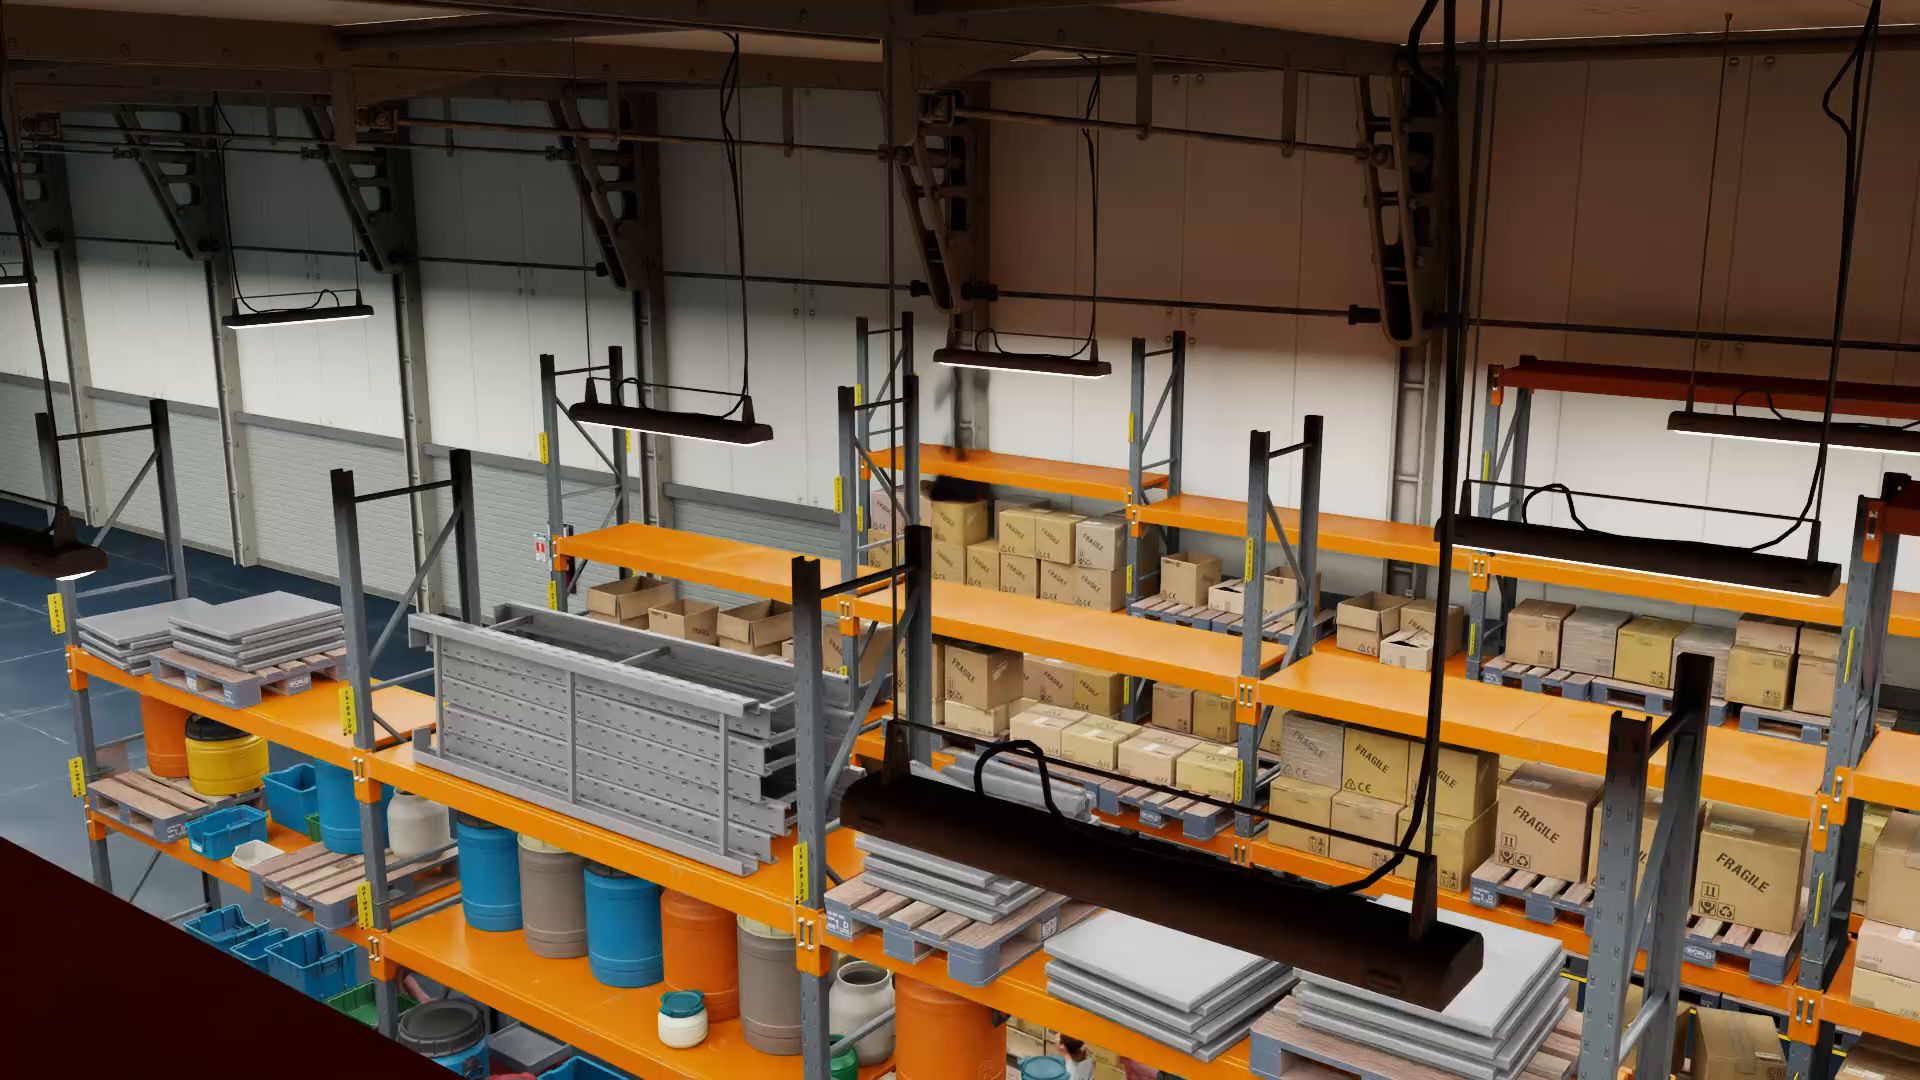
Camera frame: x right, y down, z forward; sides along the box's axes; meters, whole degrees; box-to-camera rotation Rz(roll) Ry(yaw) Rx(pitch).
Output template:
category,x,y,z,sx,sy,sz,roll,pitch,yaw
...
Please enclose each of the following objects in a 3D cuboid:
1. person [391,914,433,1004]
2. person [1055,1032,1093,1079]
category,x,y,z,sx,sy,sz,roll,pitch,yaw
person,-5.156,3.804,15.278,0.565,1.637,0.569,11,17,39
person,0.842,4.435,12.575,0.639,1.635,0.579,9,16,33
